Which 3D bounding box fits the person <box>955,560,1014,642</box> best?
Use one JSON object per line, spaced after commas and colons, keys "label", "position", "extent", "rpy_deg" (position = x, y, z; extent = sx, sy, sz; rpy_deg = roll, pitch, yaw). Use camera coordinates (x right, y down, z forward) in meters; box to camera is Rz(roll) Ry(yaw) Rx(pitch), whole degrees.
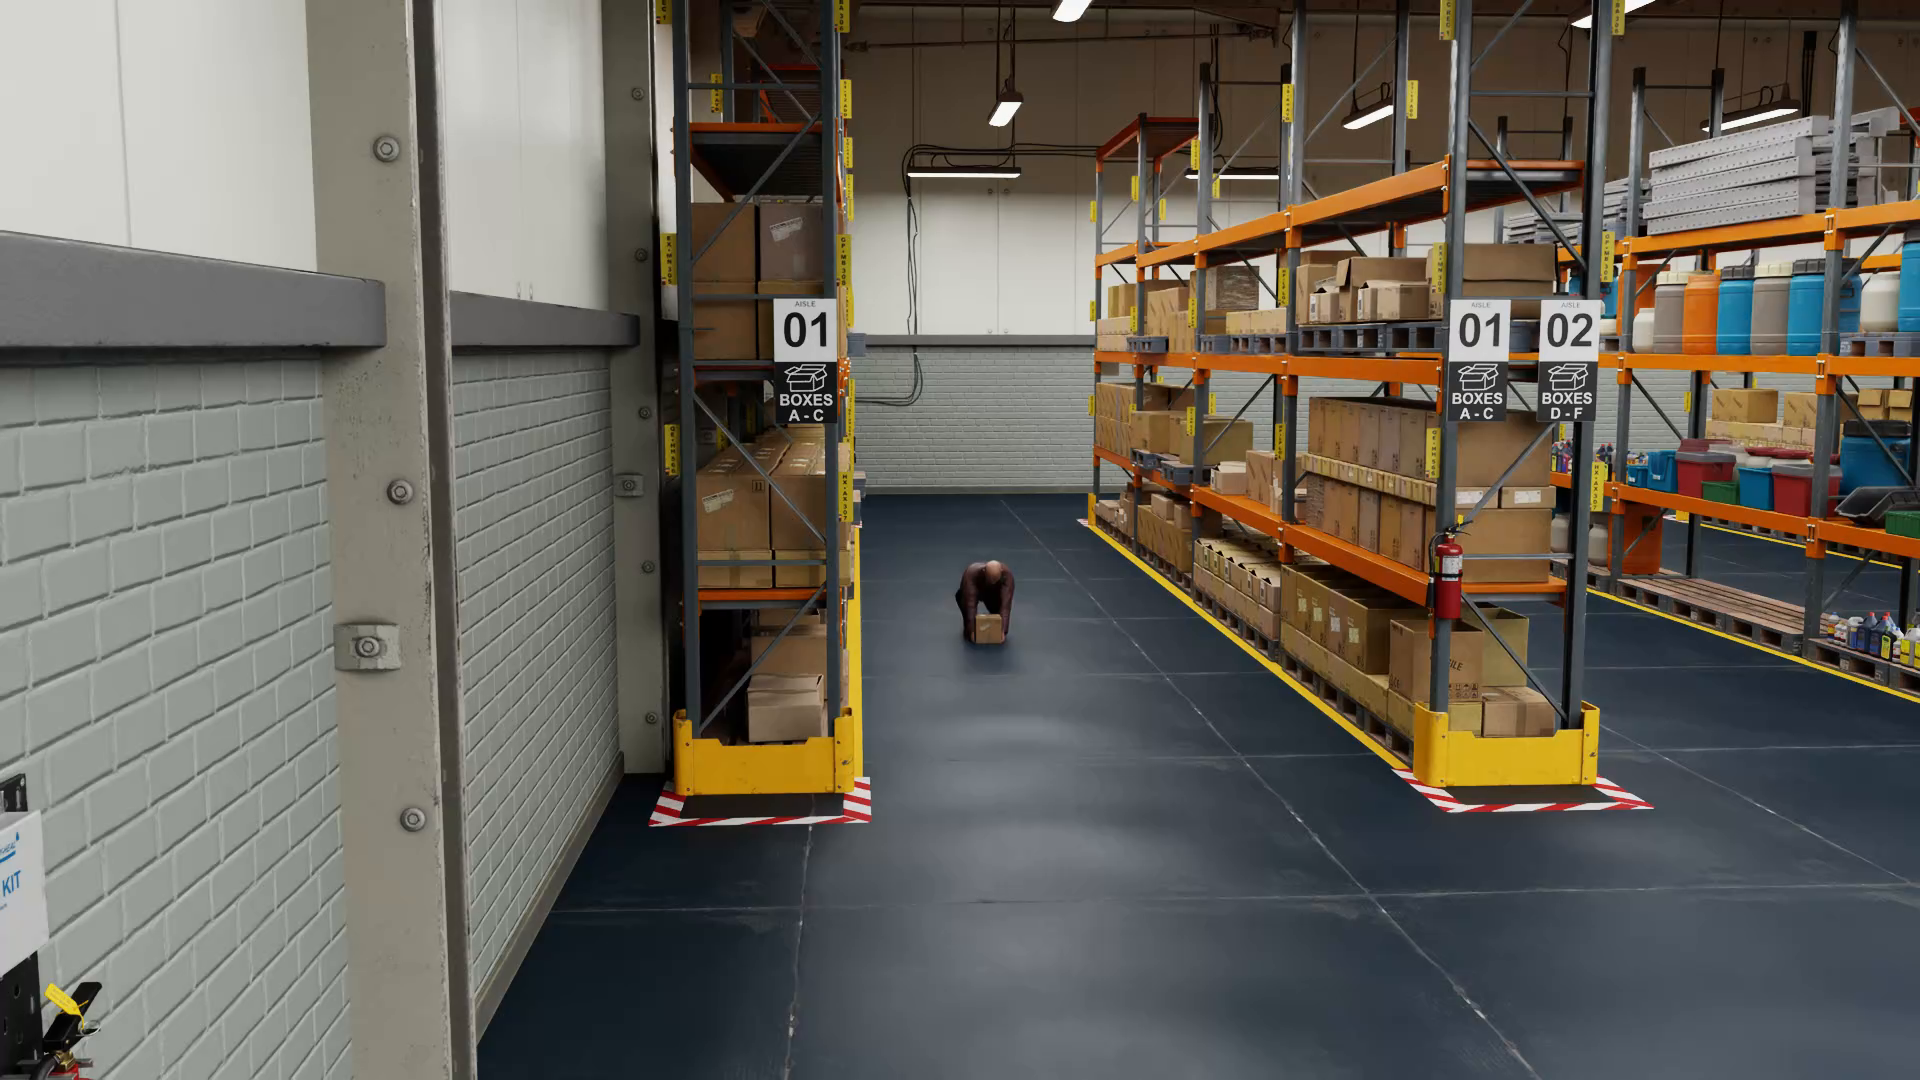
{"label": "person", "position": [0.245, 0.610, 16.713], "extent": [0.582, 0.888, 0.912], "rpy_deg": [-1, 7, -4]}
